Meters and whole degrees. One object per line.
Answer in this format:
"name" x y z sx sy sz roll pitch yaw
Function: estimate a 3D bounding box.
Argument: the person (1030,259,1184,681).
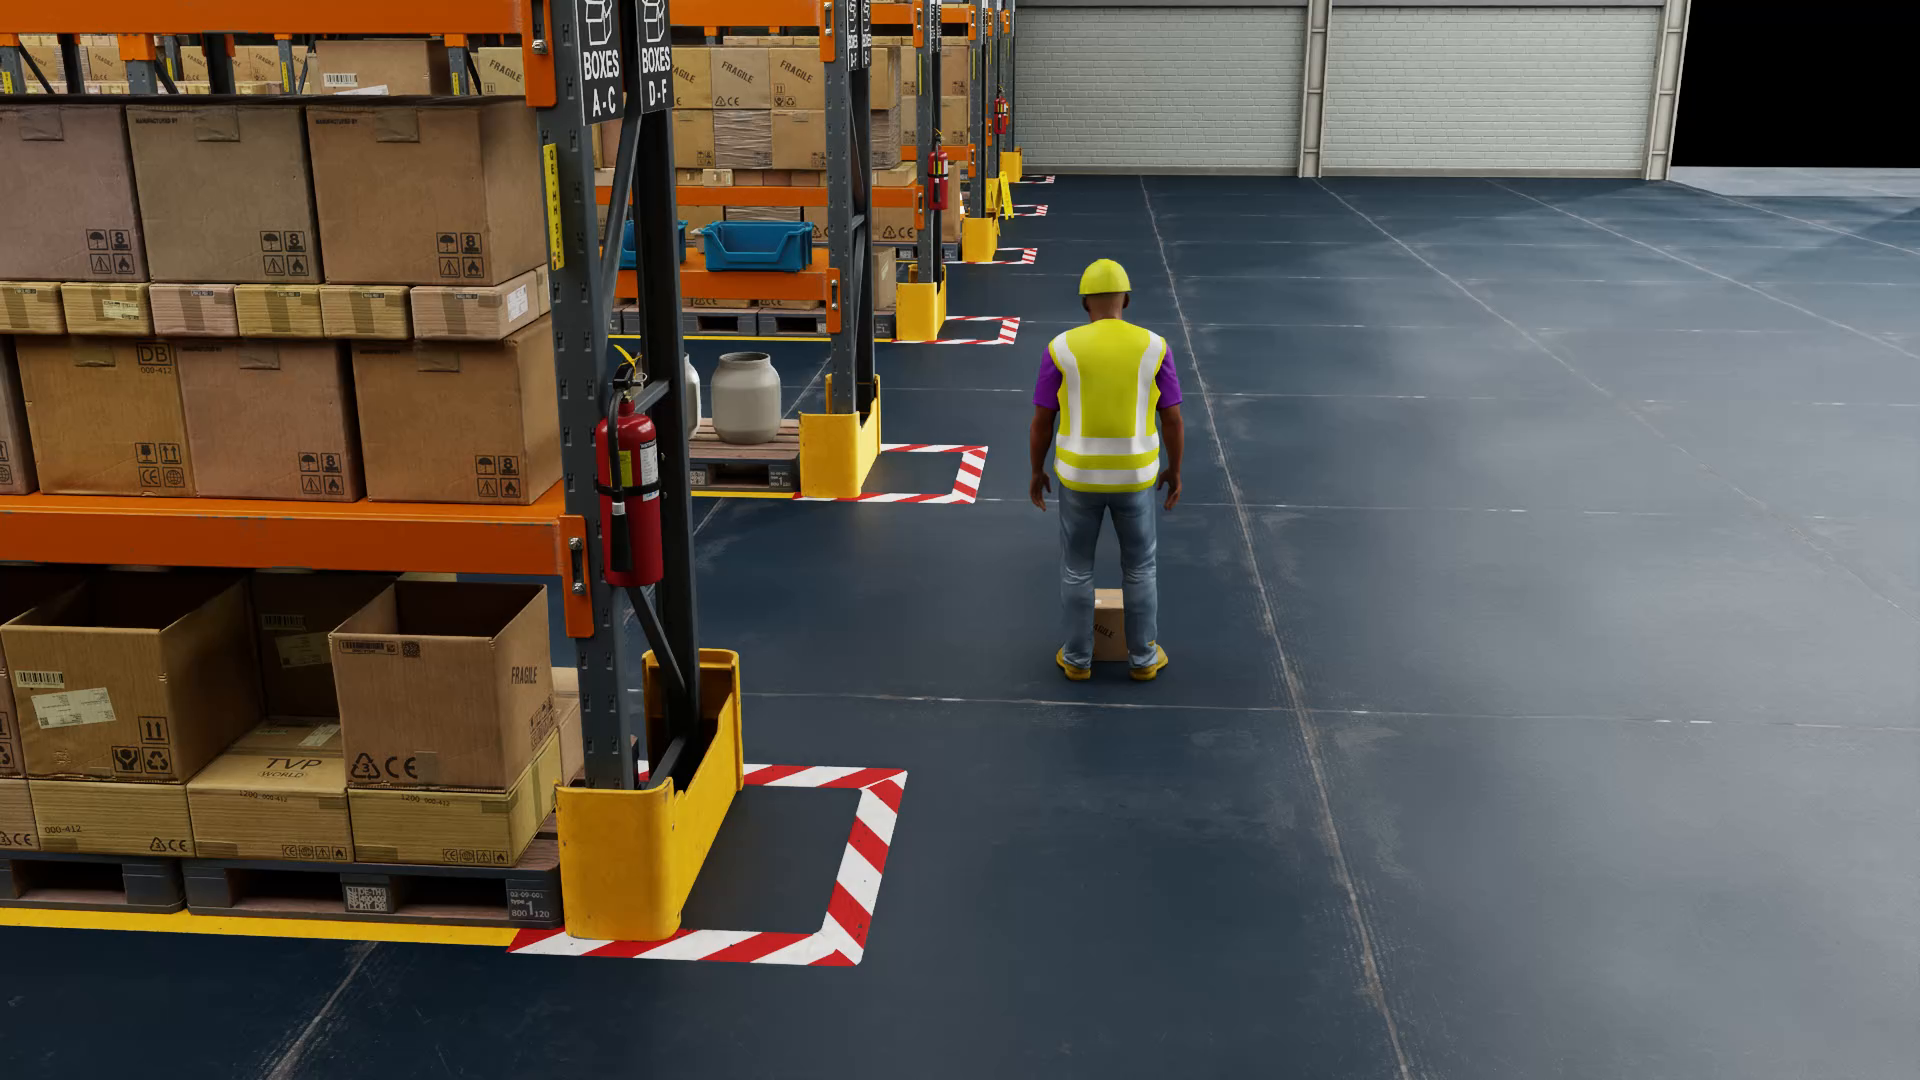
"person" 0.608 -0.278 6.906 0.638 1.761 0.459 1 17 2
